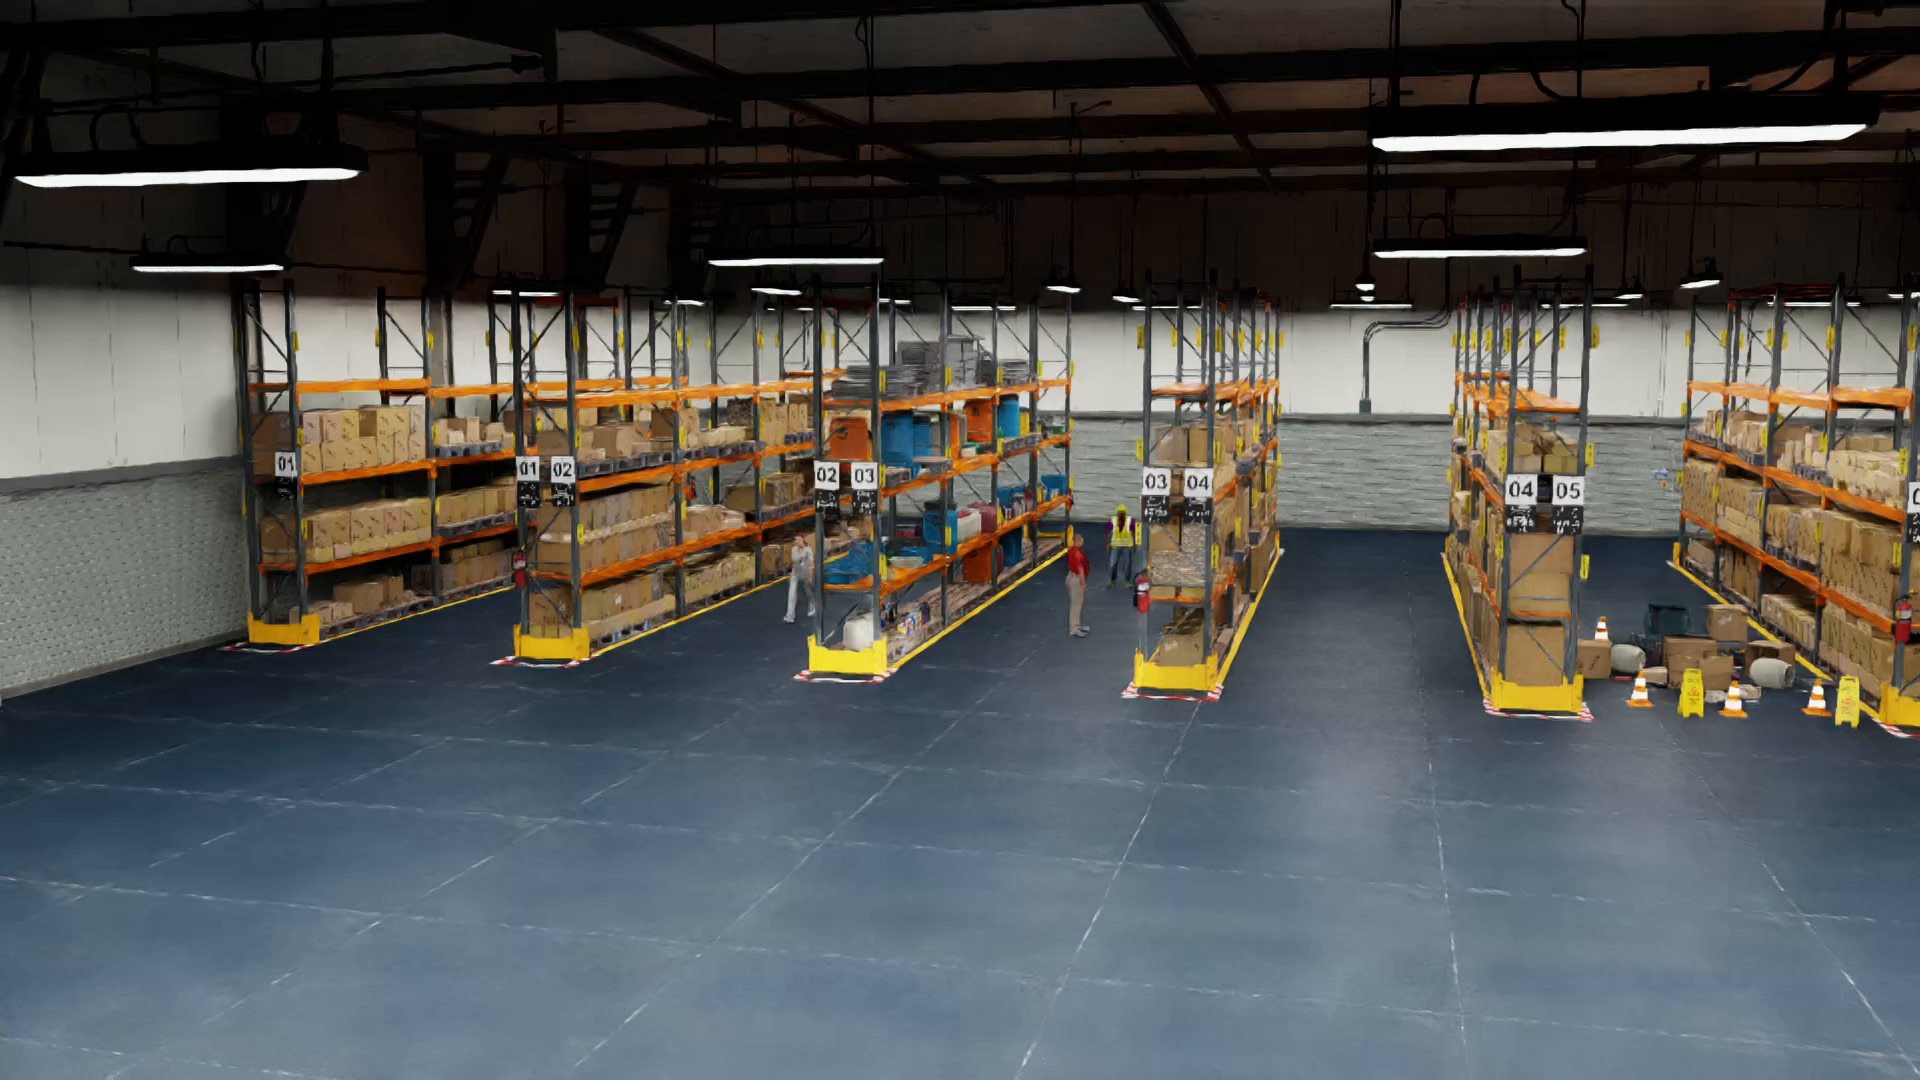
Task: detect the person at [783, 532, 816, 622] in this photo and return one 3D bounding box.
[{"bbox_3d":[-2.830,0.636,29.743,0.445,1.590,1.110,1,7,12],"label":"person"}]

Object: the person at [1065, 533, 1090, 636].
[{"bbox_3d":[2.038,0.740,28.334,0.457,1.733,0.593,-2,7,-15],"label":"person"}]

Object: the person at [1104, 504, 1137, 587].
[{"bbox_3d":[3.266,0.092,33.695,0.719,1.649,0.578,1,7,12],"label":"person"}]
